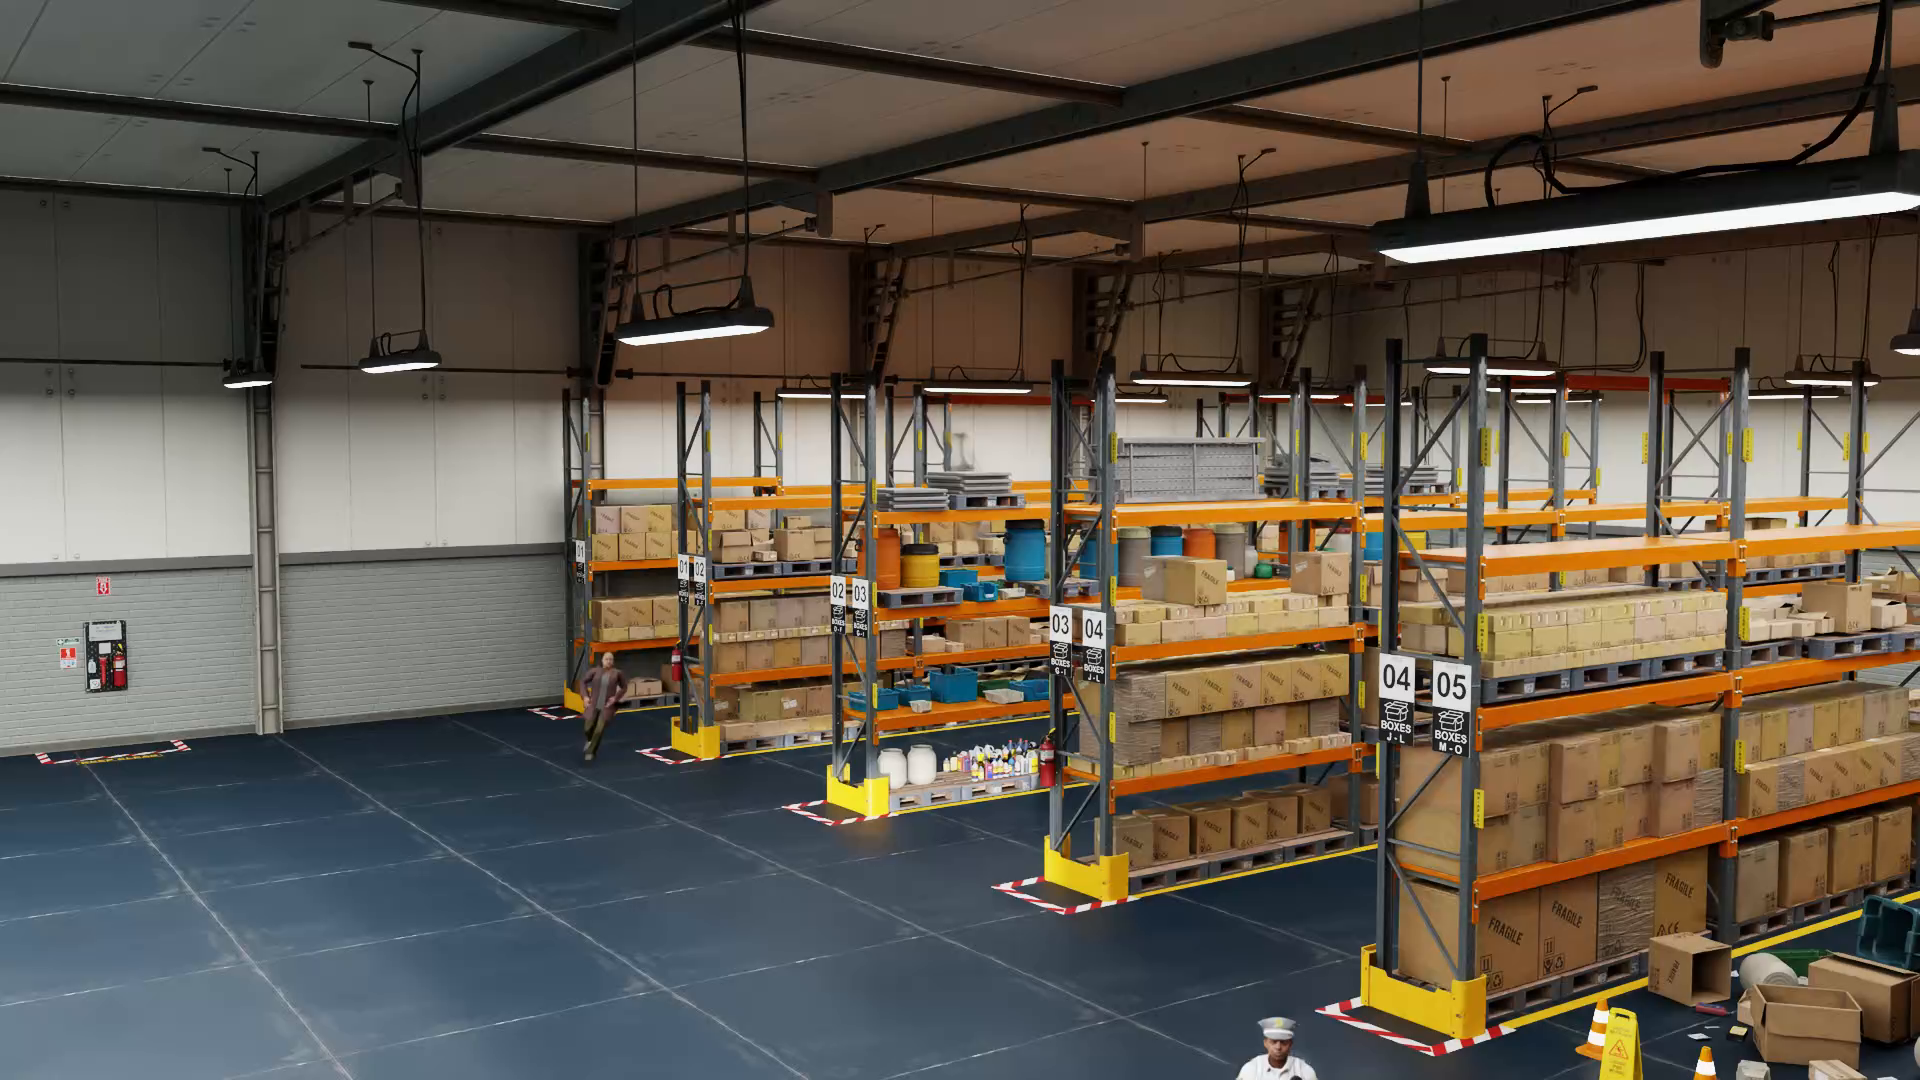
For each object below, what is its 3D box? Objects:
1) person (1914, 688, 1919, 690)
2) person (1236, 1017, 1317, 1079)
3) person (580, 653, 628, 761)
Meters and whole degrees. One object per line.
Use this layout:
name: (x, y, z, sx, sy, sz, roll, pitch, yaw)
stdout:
person: (13.201, 2.874, 22.868, 0.702, 1.686, 0.534, -2, 4, -32)
person: (1.920, 3.686, 10.111, 0.574, 1.649, 0.586, 1, 4, 10)
person: (-5.657, 2.625, 26.408, 0.754, 1.696, 0.686, 0, 4, -7)
